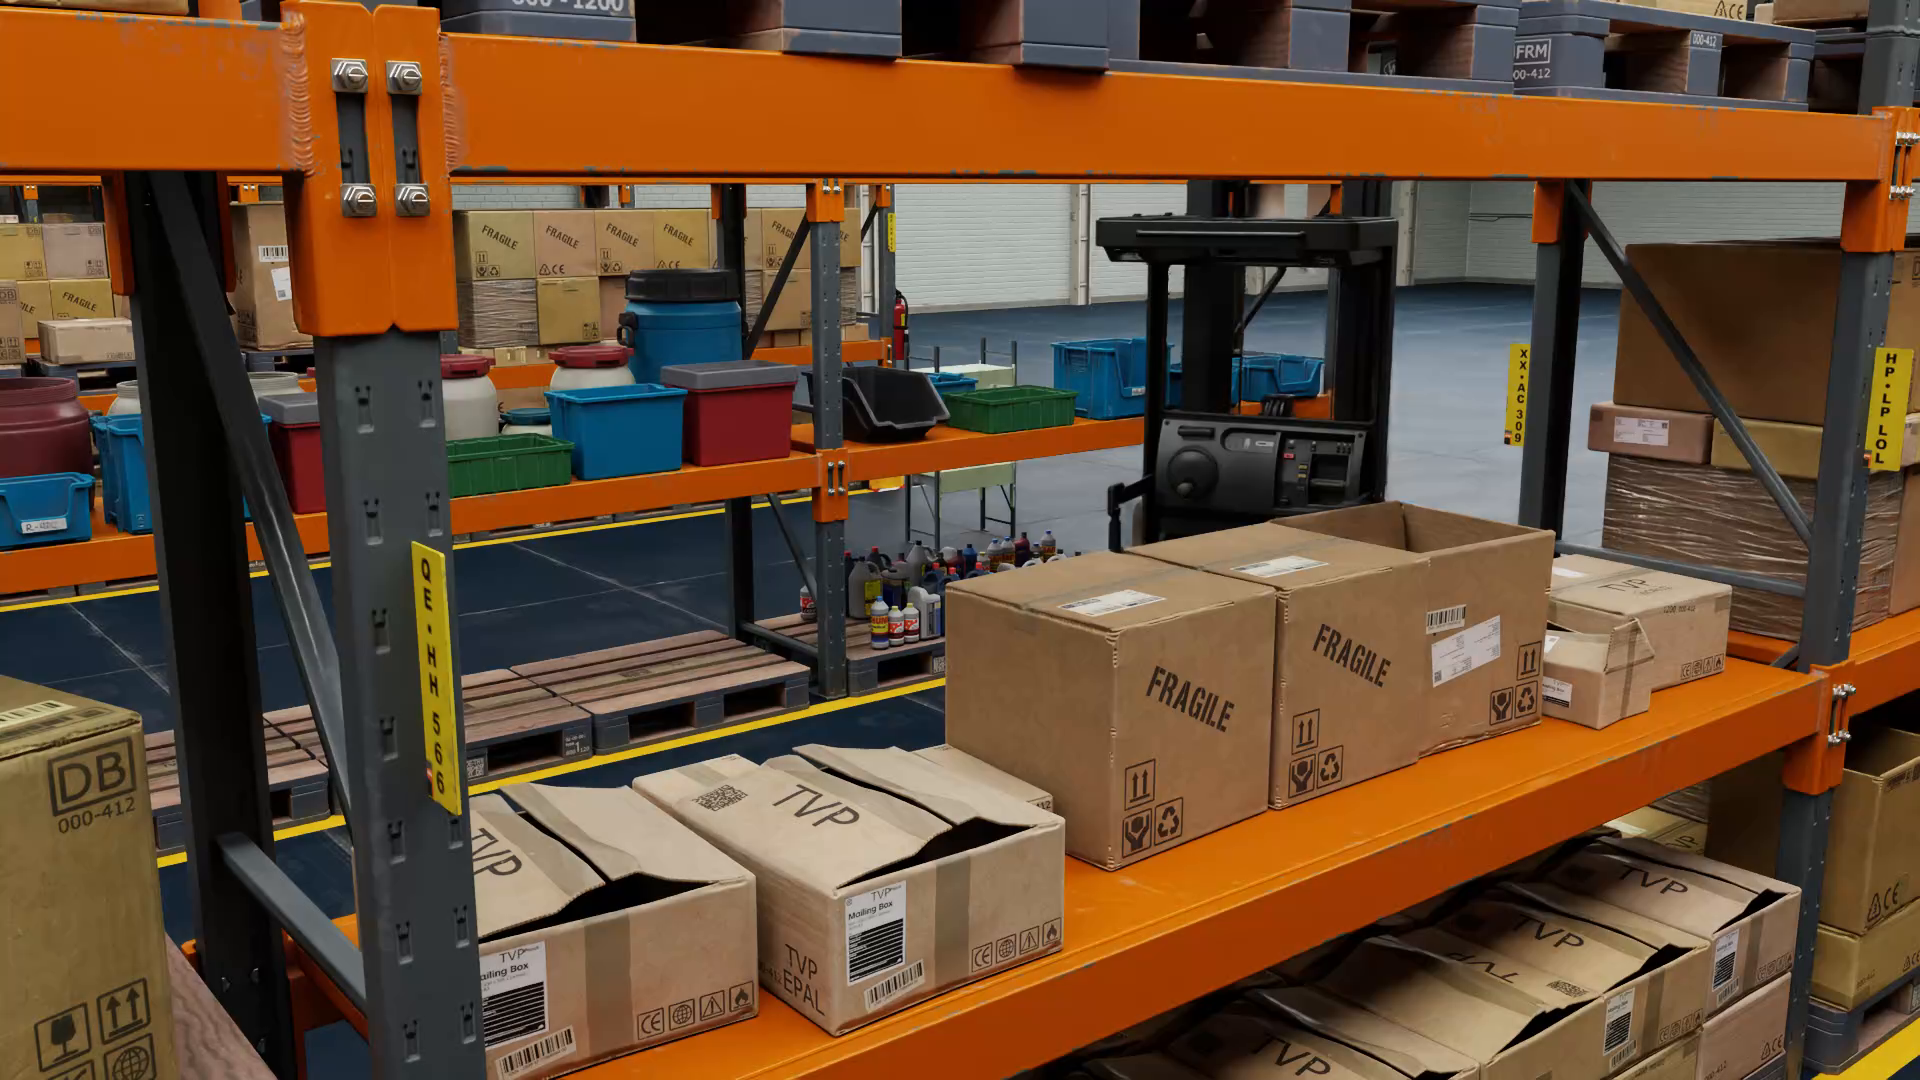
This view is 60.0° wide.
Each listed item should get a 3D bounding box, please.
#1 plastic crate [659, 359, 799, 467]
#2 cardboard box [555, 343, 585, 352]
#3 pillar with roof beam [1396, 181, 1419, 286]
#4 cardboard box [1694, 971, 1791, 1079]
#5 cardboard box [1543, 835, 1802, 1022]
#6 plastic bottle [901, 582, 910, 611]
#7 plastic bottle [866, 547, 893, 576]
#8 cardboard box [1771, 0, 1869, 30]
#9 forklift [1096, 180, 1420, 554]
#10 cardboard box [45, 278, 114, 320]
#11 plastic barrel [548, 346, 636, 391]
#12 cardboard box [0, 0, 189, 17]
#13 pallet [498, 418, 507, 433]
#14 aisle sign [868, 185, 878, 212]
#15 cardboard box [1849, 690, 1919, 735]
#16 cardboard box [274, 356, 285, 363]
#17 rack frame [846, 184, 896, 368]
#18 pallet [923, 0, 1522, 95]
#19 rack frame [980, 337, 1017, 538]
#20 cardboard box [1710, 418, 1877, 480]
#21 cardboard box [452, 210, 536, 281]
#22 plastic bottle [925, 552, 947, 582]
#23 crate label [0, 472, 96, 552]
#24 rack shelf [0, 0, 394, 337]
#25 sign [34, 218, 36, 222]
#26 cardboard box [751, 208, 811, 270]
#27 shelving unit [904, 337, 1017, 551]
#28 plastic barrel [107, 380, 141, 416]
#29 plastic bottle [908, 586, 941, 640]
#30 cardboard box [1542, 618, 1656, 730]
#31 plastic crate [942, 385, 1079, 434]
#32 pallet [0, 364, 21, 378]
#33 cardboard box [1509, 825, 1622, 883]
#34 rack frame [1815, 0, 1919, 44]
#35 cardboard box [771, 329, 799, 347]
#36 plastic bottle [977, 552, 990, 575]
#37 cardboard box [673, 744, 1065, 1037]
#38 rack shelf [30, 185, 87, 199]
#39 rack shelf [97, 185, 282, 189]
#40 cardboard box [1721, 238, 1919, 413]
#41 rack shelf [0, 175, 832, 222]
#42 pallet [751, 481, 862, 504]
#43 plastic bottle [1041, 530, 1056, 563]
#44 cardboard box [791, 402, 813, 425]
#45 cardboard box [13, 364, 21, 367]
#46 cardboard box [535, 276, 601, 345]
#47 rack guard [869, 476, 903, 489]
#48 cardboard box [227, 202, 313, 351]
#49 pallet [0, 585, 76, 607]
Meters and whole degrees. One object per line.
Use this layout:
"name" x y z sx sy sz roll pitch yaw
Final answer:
"plastic crate" -1.138 -0.633 8.233 0.583 0.464 0.402 -9 15 -38
"cardboard box" -3.119 -1.475 12.957 0.250 0.149 0.380 -9 15 -38
"pillar with roof beam" 14.792 -10.633 41.040 0.548 9.000 9.100 -9 15 -38
"cardboard box" 1.997 1.330 4.751 0.500 0.250 0.500 -10 15 -38
"cardboard box" 2.003 1.054 4.701 0.500 0.311 0.500 -9 15 -38
"plastic bottle" -0.260 0.366 9.165 0.133 0.283 0.061 -9 15 -38
"plastic bottle" -0.479 0.211 9.730 0.185 0.351 0.144 -10 16 -40
"cardboard box" 2.698 -1.723 4.710 0.500 0.500 0.500 -8 14 -33
"forklift" 1.236 -0.347 7.205 1.130 2.935 3.031 6 13 26
"cardboard box" -8.095 -2.142 15.252 0.500 0.500 0.500 -9 15 -37
"plastic barrel" -1.835 -0.692 8.338 0.433 0.535 0.433 0 12 0
"cardboard box" -1.303 -0.845 1.925 0.500 0.500 0.910 -9 15 -38
"pallet" -5.469 -1.216 17.847 1.213 0.211 1.003 -9 15 -38
"aisle sign" -0.686 -3.267 14.536 0.004 0.787 0.394 -9 15 -38
"cardboard box" 3.083 0.787 5.503 0.500 0.500 0.500 -9 15 -38
"cardboard box" -6.530 -1.571 16.911 0.875 0.875 0.875 -9 15 -37
"rack frame" -0.922 -2.036 14.997 0.127 3.000 1.000 -9 15 -38
"pallet" 0.362 -1.014 3.416 1.213 0.211 1.003 -9 15 -35
"rack frame" 0.291 -0.782 12.701 0.023 1.500 0.400 -9 15 -38
"cardboard box" 2.471 -0.280 4.922 0.250 0.149 0.380 -9 15 -38
"cardboard box" -3.535 -2.218 12.488 0.500 0.500 0.500 -9 15 -38
"plastic bottle" -0.142 0.216 9.872 0.133 0.283 0.061 -9 15 -38
"crate label" -3.512 -0.107 6.314 0.416 0.233 0.303 -9 15 -38
"rack shelf" -2.545 -0.247 1.080 4.000 0.370 1.077 -9 15 -38
"sign" -12.994 -4.370 23.391 0.005 0.325 0.100 -9 15 -38
"cardboard box" -1.584 -2.543 14.017 0.500 0.500 0.500 -9 15 -38
"shelving unit" 0.005 -0.735 12.477 0.755 1.500 0.431 -9 15 -38
"plastic barrel" -3.405 -0.418 7.105 0.421 0.512 0.421 0 12 0
"plastic bottle" -0.193 0.387 9.085 0.135 0.276 0.152 -9 15 -36
"cardboard box" 1.568 0.300 4.320 0.258 0.266 0.396 -10 16 -39
"plastic crate" 0.285 -0.741 9.405 0.662 0.188 0.450 -9 15 -38
"pallet" -6.679 -1.014 10.645 1.003 0.211 1.213 -9 15 -38
"cardboard box" 1.662 0.968 5.105 0.500 0.311 0.500 -9 15 -37
"rack frame" 2.140 -2.845 4.360 0.127 3.000 1.000 -9 15 -38
"cardboard box" -1.579 -1.740 14.206 0.250 0.149 0.380 -9 15 -38
"plastic bottle" 0.139 0.176 10.258 0.097 0.201 0.097 0 12 0
"cardboard box" -0.164 0.568 2.947 0.500 0.311 0.500 -10 15 -38
"rack shelf" -11.778 -5.304 24.897 4.000 0.370 1.077 -9 15 -38
"rack shelf" -8.675 -4.499 21.107 4.000 0.370 1.077 -9 15 -38
"cardboard box" 2.876 -0.718 5.424 0.500 0.500 0.700 -9 15 -38
"rack shelf" -2.513 -1.570 7.310 4.000 0.370 1.077 -9 15 -38
"pallet" -1.638 -0.563 14.771 1.213 0.211 1.003 -9 15 -38
"plastic bottle" 0.562 0.071 10.581 0.097 0.271 0.097 0 12 0
"cardboard box" -1.420 -0.941 14.844 0.500 0.500 0.500 -6 14 -27
"cardboard box" -11.204 -1.882 19.587 0.625 0.372 0.950 -8 15 -34
"cardboard box" -3.243 -1.819 13.018 0.500 0.500 0.875 -9 15 -38
"rack guard" -0.981 -0.804 15.210 0.348 0.500 1.175 -9 15 -38
"cardboard box" -4.753 -1.936 12.068 1.000 1.000 1.000 -9 15 -37
"pallet" -6.558 0.265 10.874 1.213 0.211 1.003 -9 15 -38
